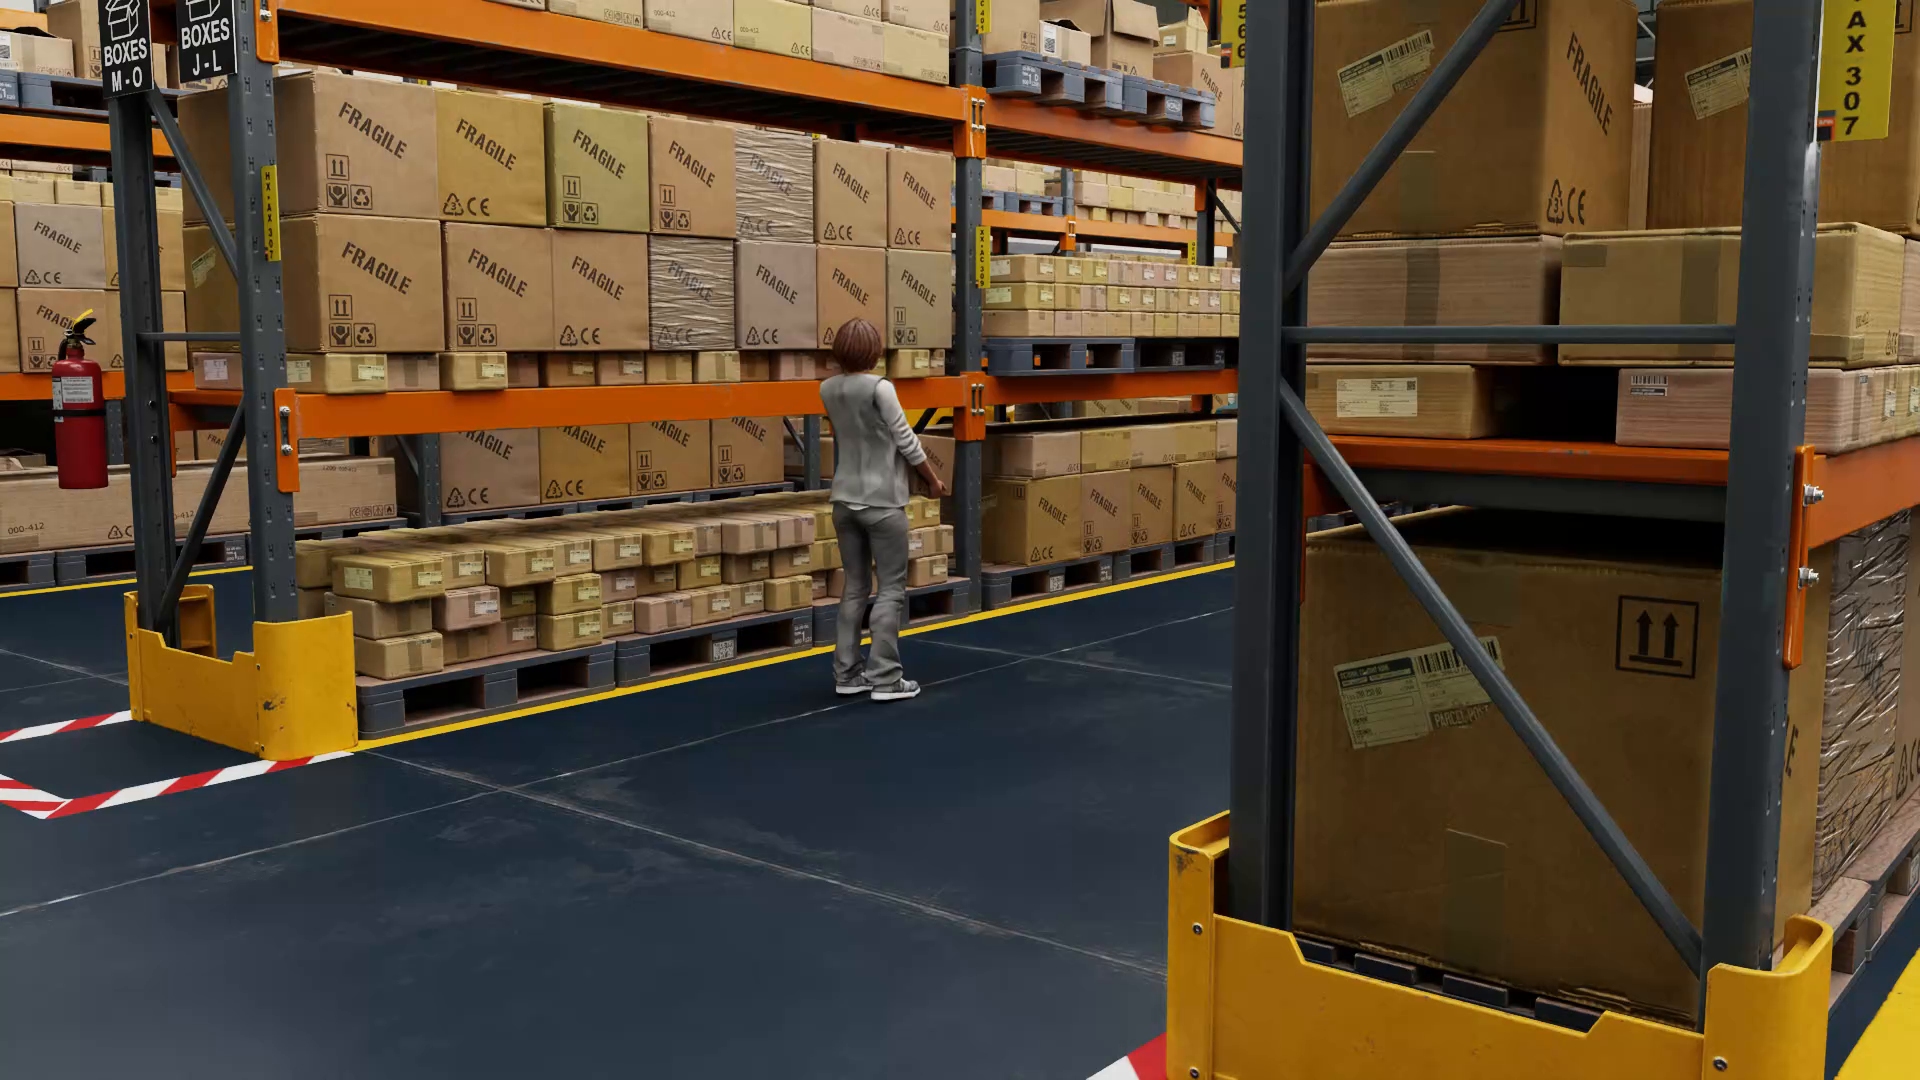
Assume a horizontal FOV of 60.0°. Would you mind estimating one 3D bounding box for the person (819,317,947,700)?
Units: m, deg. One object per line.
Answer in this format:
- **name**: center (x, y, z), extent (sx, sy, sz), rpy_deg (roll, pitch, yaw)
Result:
- **person**: center (-0.320, -0.136, 7.012), extent (0.404, 1.591, 0.490), rpy_deg (6, 9, 40)
